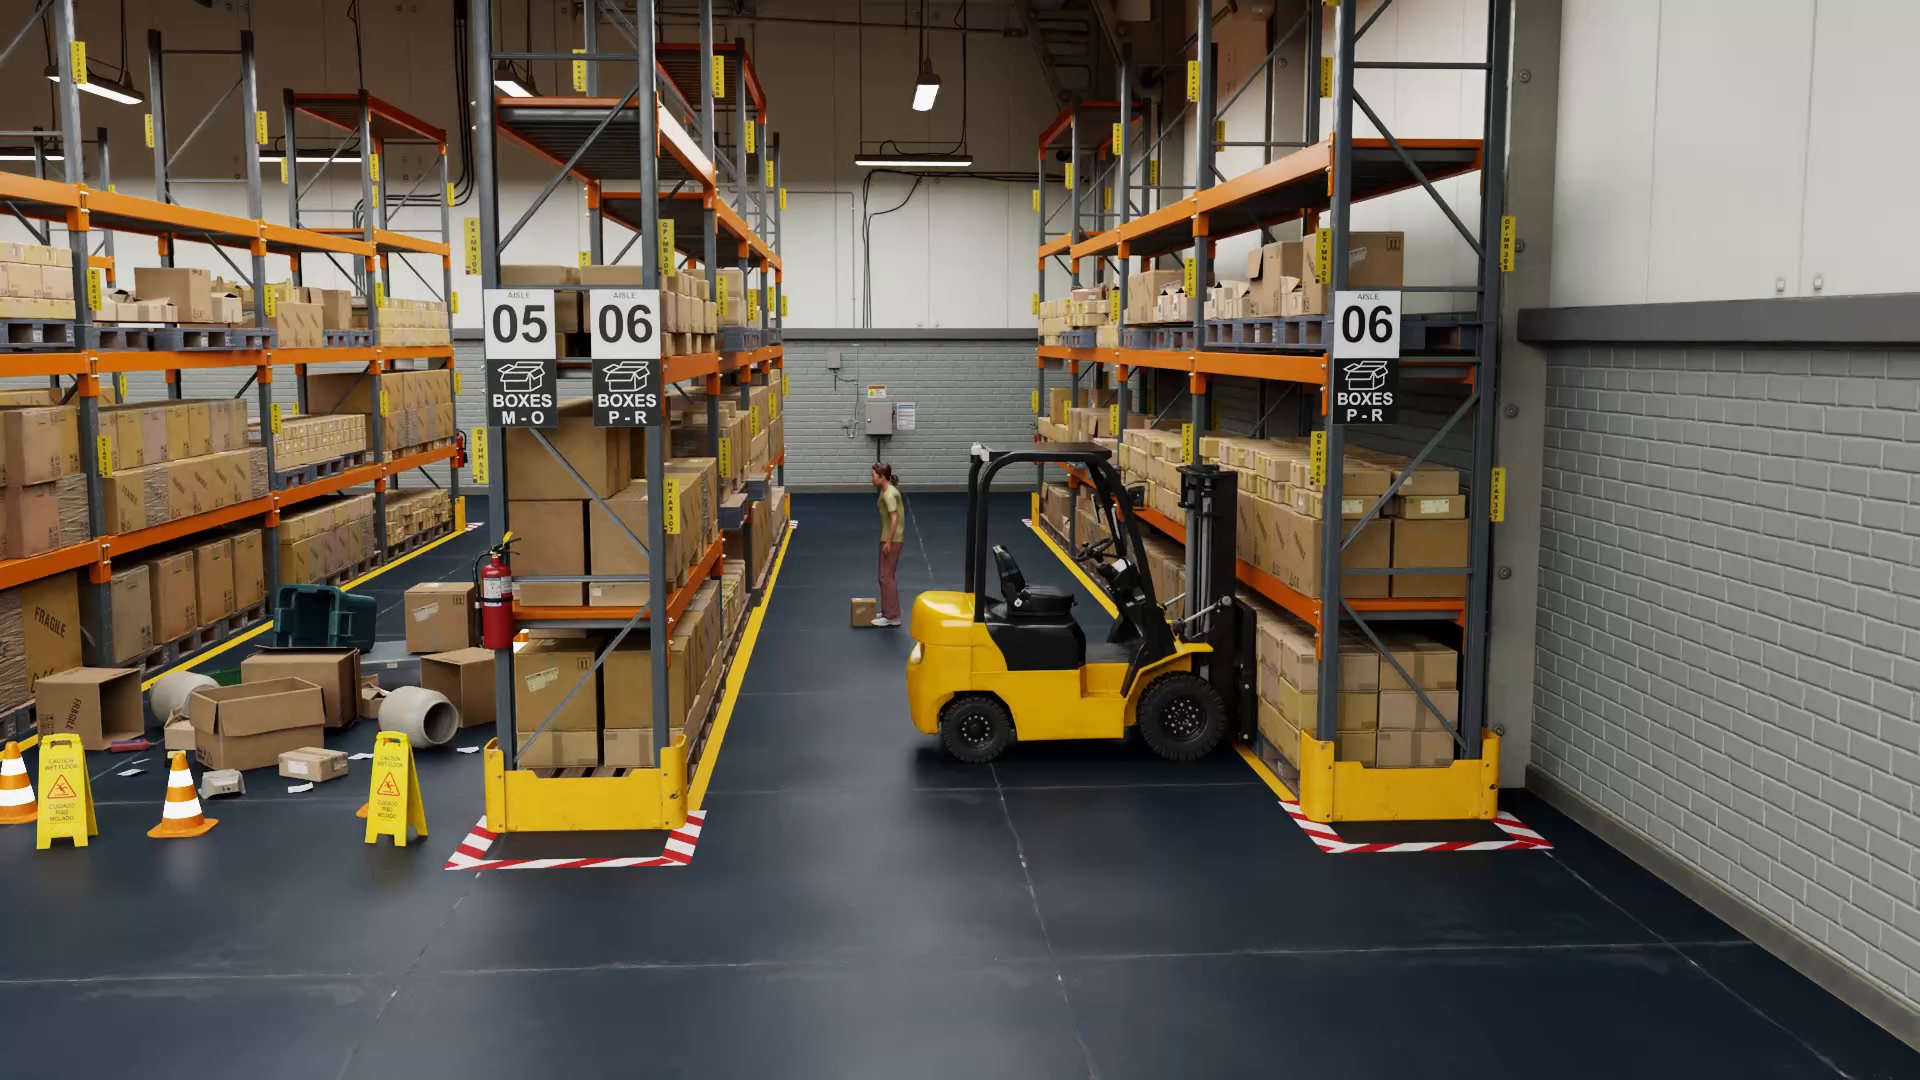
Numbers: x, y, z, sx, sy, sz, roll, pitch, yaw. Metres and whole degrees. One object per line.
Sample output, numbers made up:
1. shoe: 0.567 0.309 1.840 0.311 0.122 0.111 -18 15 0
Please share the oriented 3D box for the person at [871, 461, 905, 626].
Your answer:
1. person: -0.742 0.031 17.014 0.354 1.669 0.500 0 7 -4
